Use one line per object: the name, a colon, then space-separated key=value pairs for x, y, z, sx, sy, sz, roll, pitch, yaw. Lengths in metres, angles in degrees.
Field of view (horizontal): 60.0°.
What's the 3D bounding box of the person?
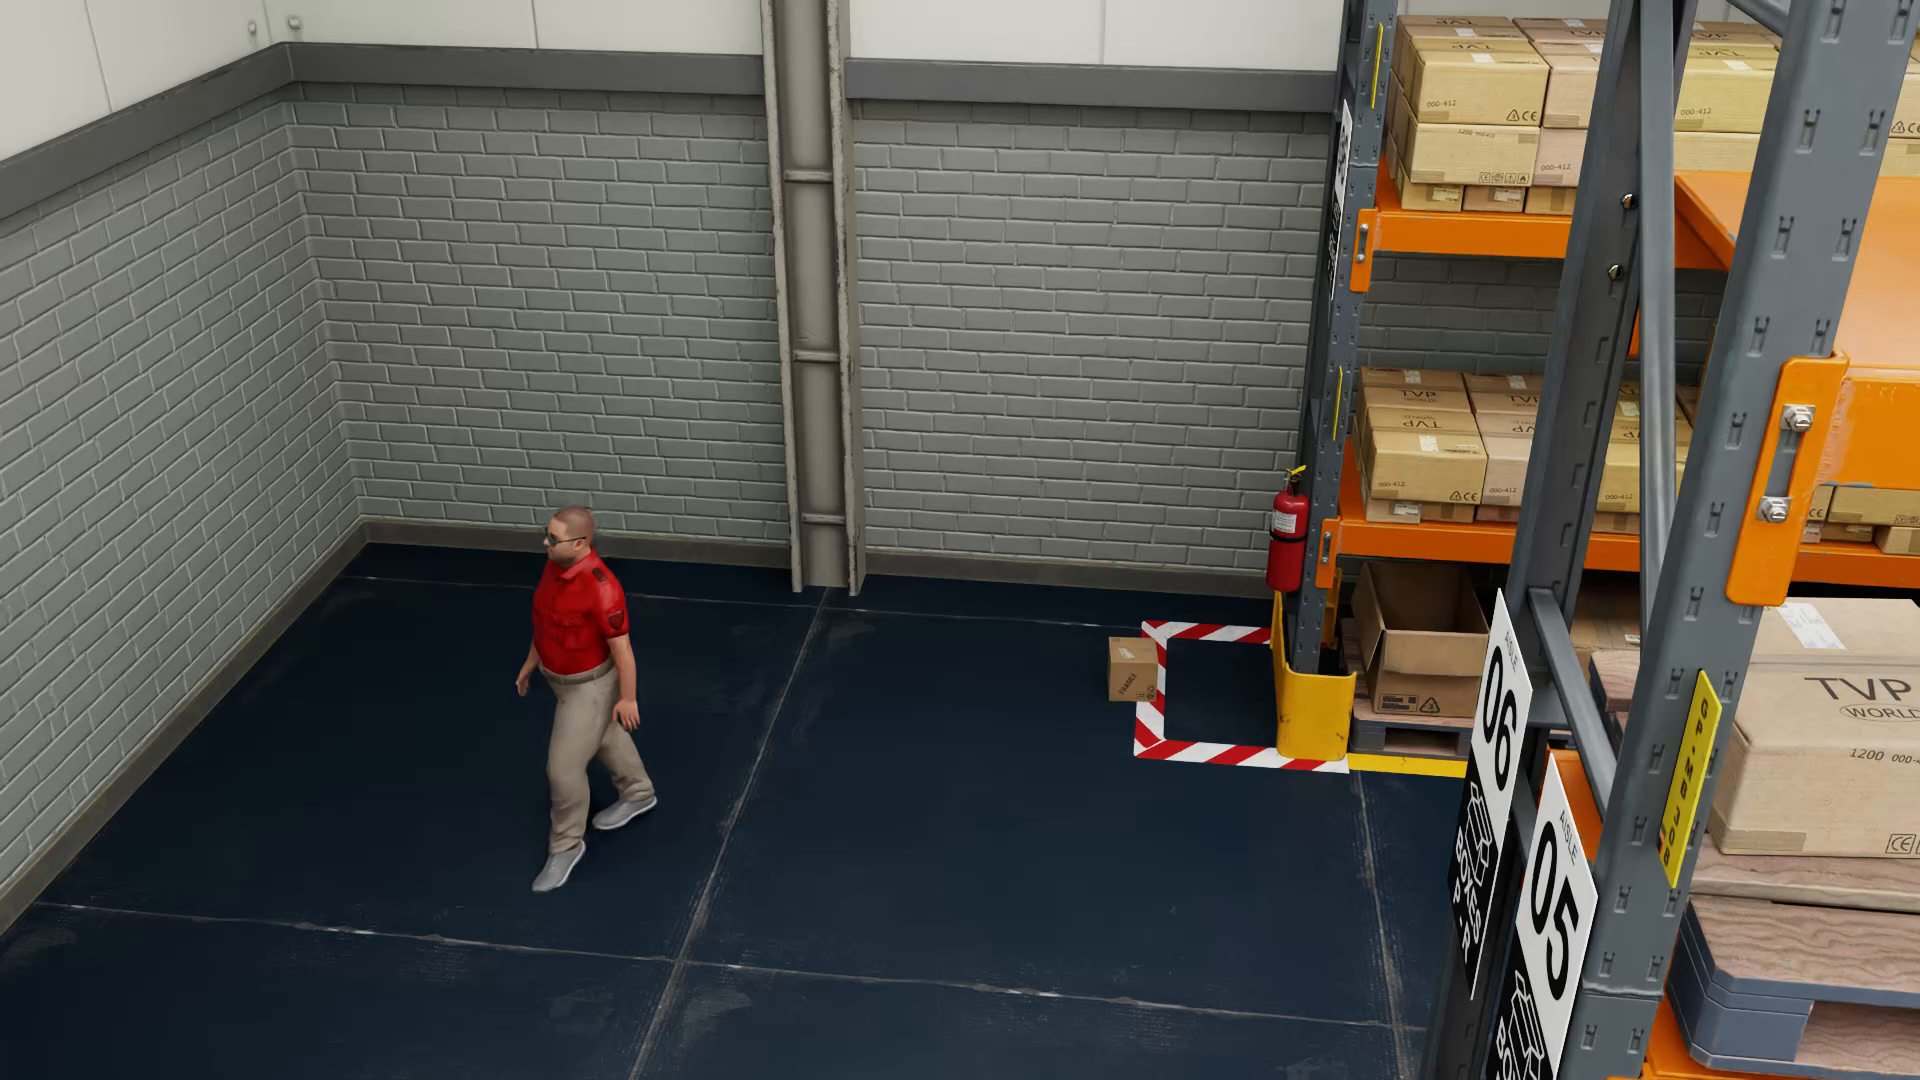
person: x=-1.736 y=0.676 z=7.420 sx=0.725 sy=1.781 sz=0.579 roll=-18 pitch=33 yaw=-30
